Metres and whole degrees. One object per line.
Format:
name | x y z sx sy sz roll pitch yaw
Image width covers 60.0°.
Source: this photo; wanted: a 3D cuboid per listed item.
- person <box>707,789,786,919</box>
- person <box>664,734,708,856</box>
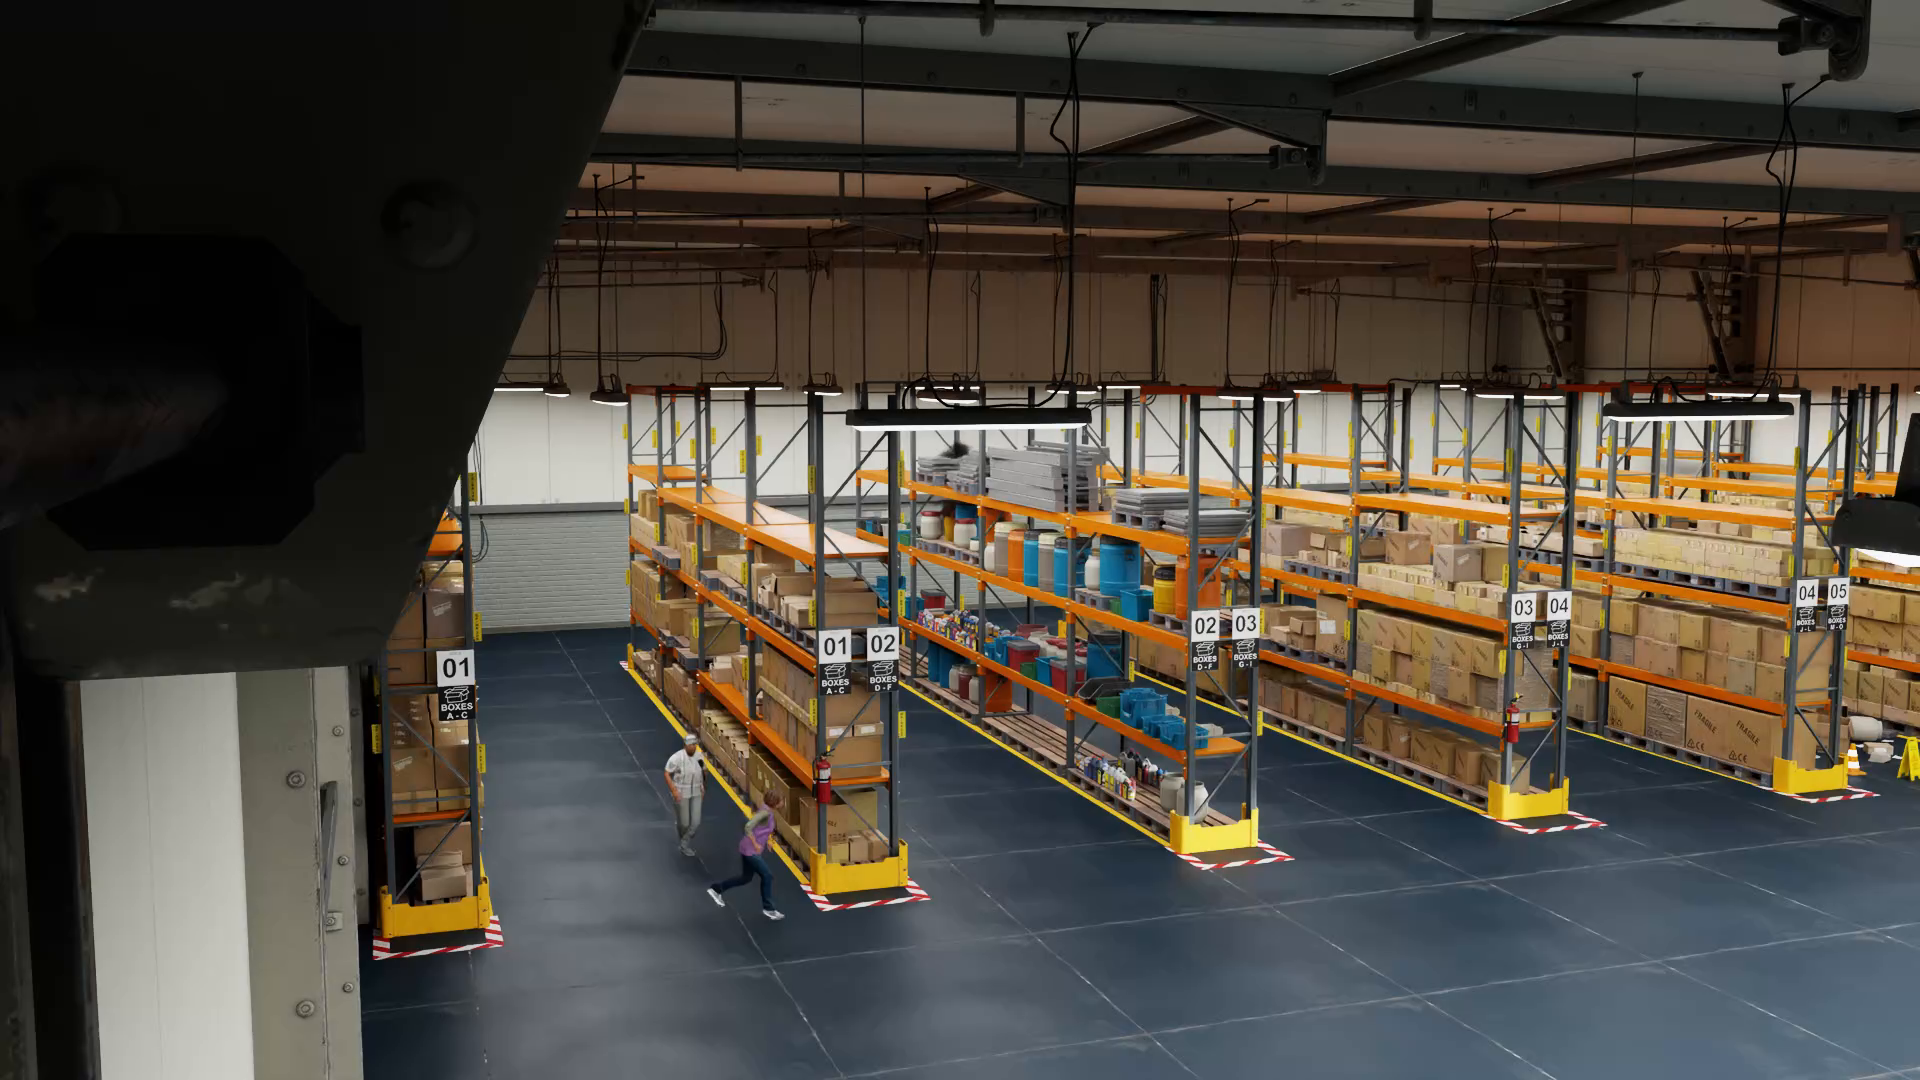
person | -2.471 3.622 19.098 0.900 1.550 0.563 1 6 7
person | -3.572 3.307 21.714 0.604 1.612 0.578 -3 7 -27
